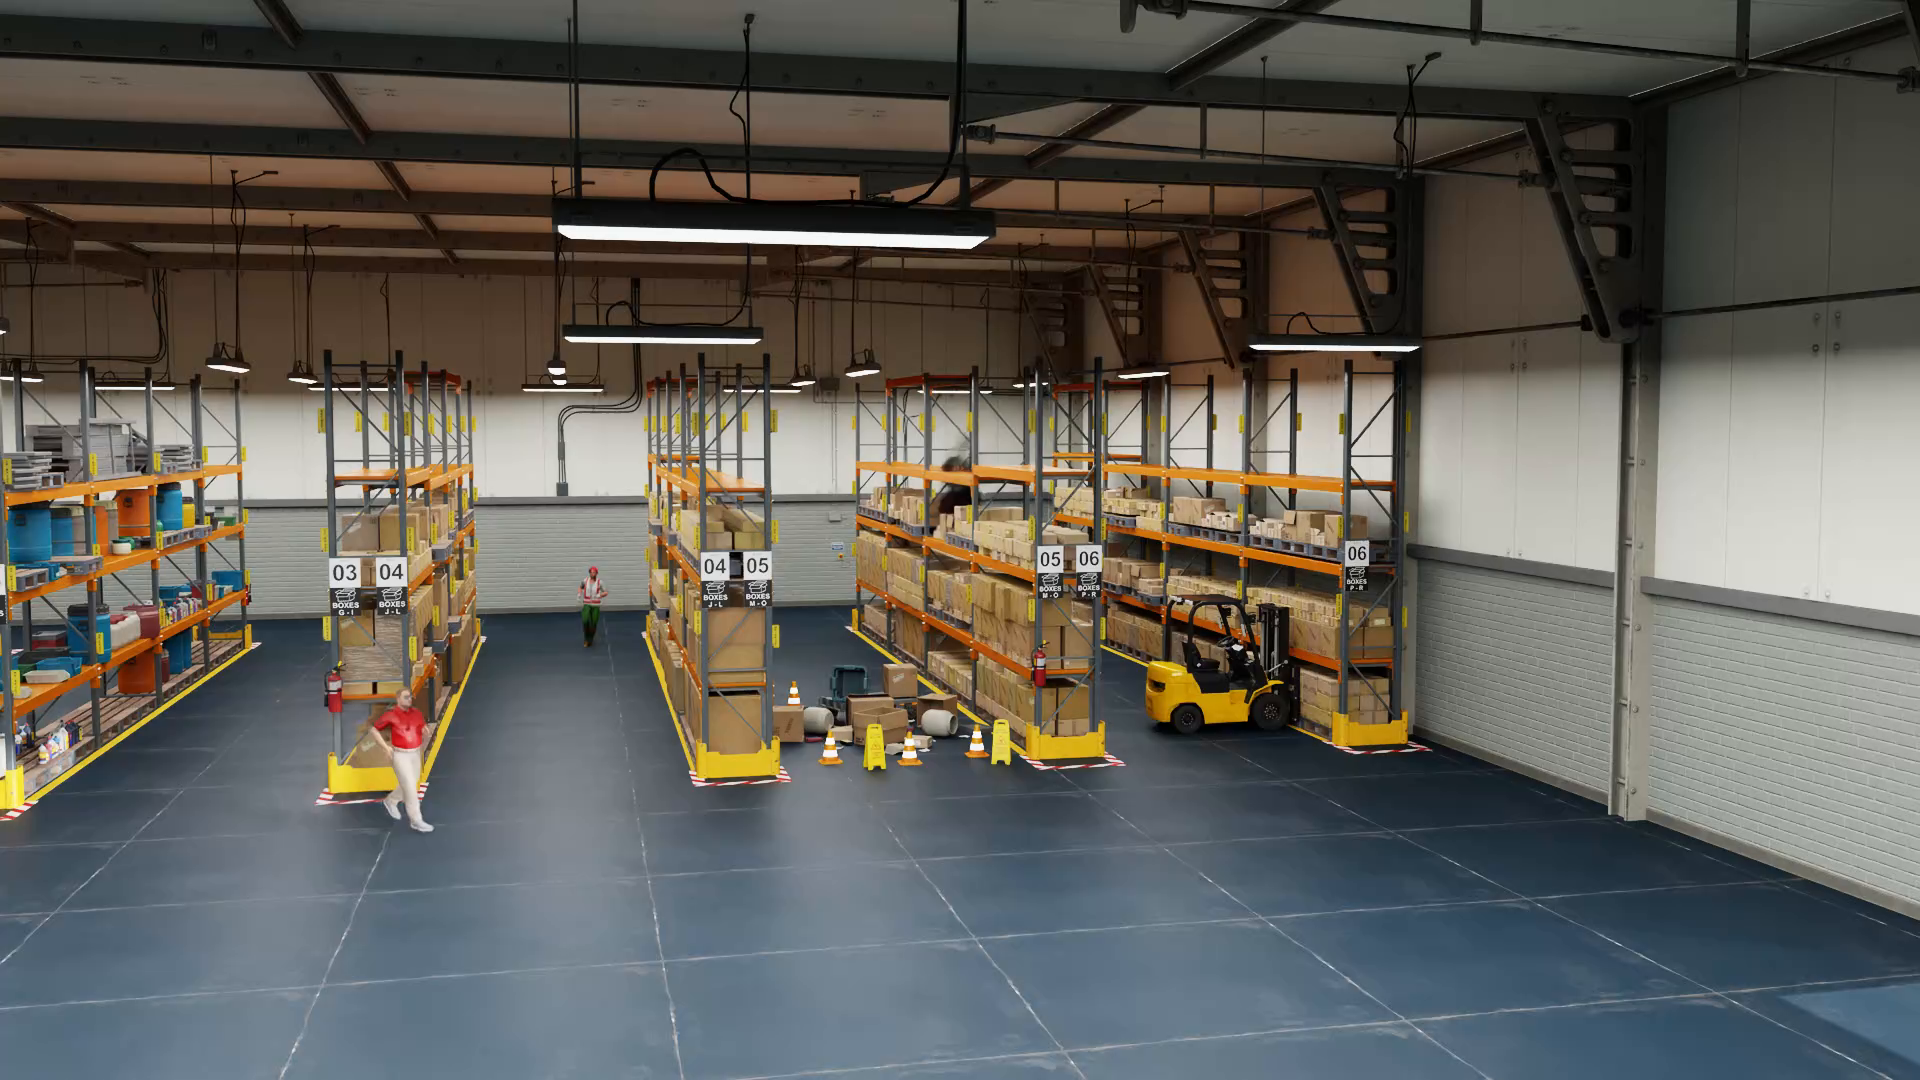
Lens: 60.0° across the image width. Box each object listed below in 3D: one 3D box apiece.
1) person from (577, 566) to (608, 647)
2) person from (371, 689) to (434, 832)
[{"bbox_3d":[-8.288,1.513,37.568,0.692,1.843,0.647,0,4,-4],"label":"person"},{"bbox_3d":[-6.856,2.690,20.565,0.990,1.714,0.663,2,5,28],"label":"person"}]
